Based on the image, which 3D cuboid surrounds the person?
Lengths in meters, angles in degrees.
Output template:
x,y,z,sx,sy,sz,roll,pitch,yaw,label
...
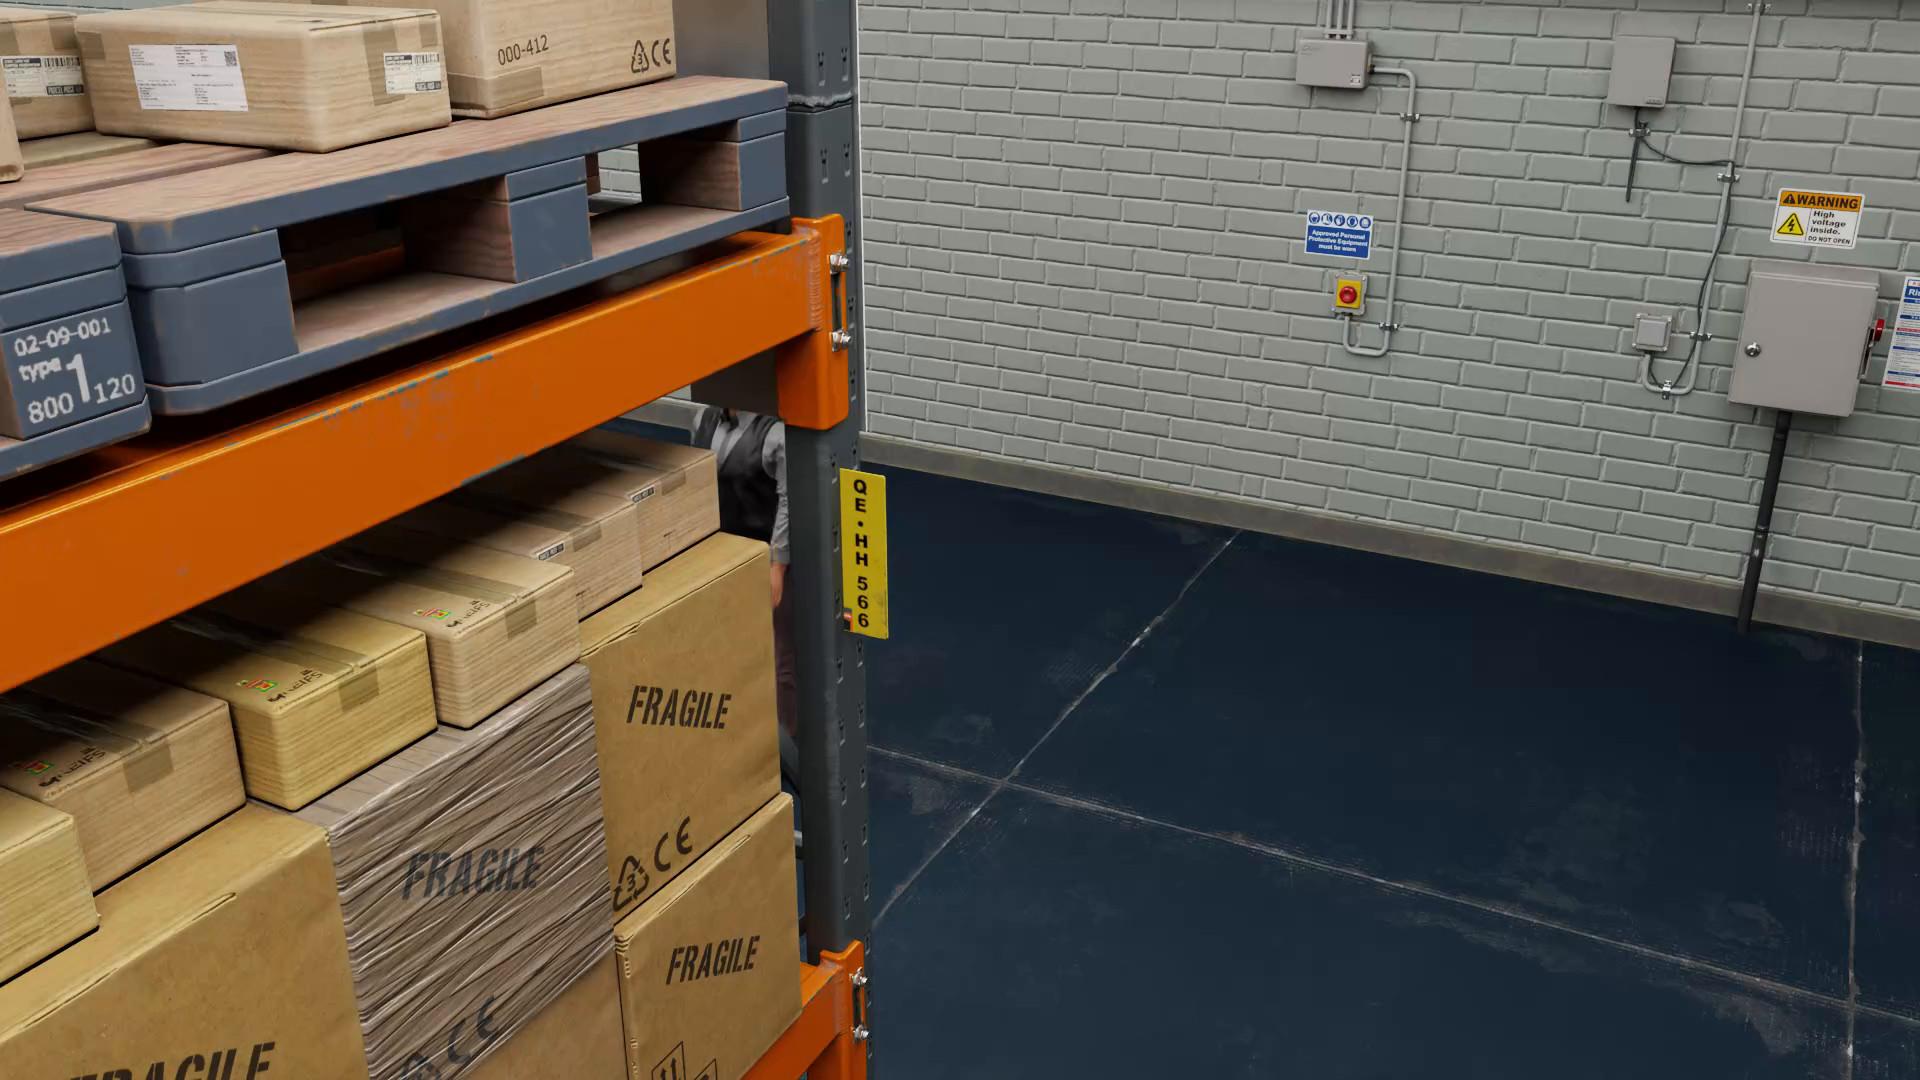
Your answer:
x,y,z,sx,sy,sz,roll,pitch,yaw,label
-0.819,0.091,6.341,0.559,1.737,0.414,16,27,33,person
